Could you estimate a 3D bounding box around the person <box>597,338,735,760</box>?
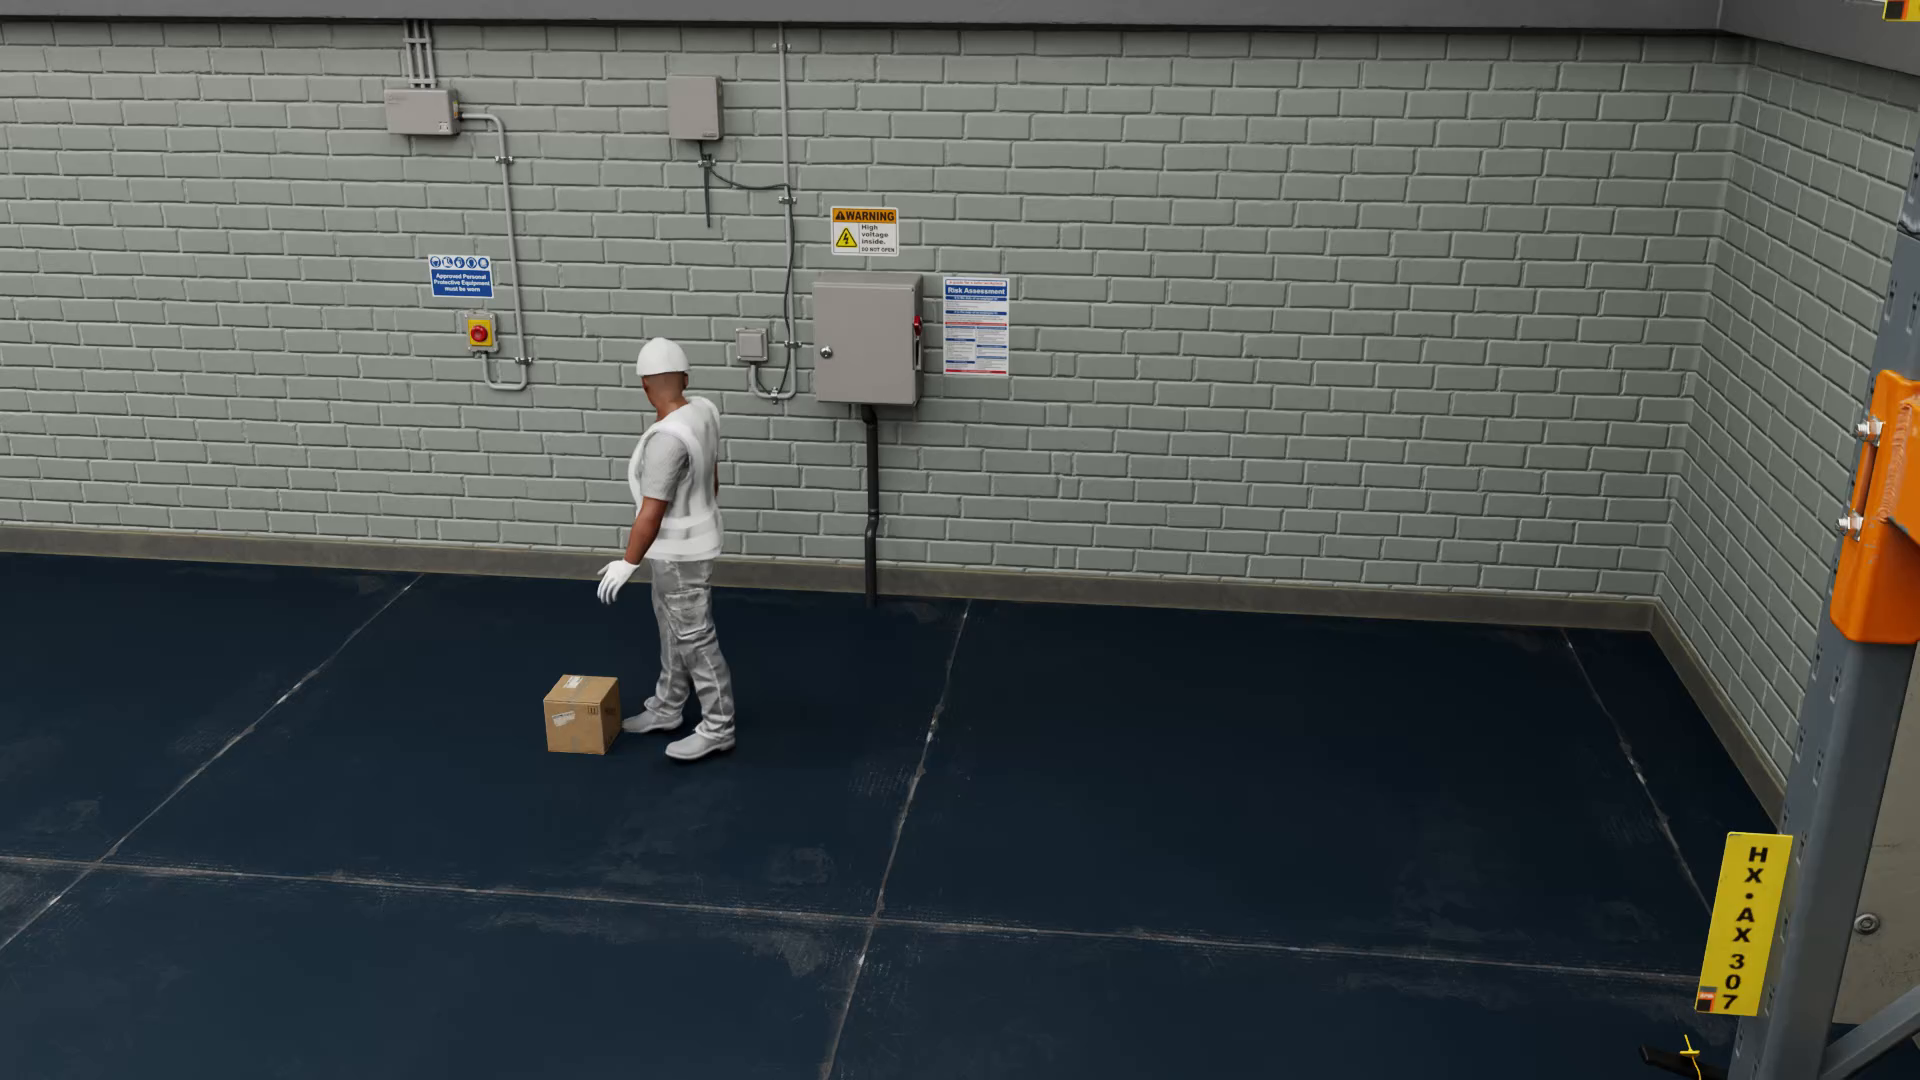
[{"bbox_3d":[-1.232,0.069,6.861,0.555,1.818,0.624,0,21,-1],"label":"person"}]
